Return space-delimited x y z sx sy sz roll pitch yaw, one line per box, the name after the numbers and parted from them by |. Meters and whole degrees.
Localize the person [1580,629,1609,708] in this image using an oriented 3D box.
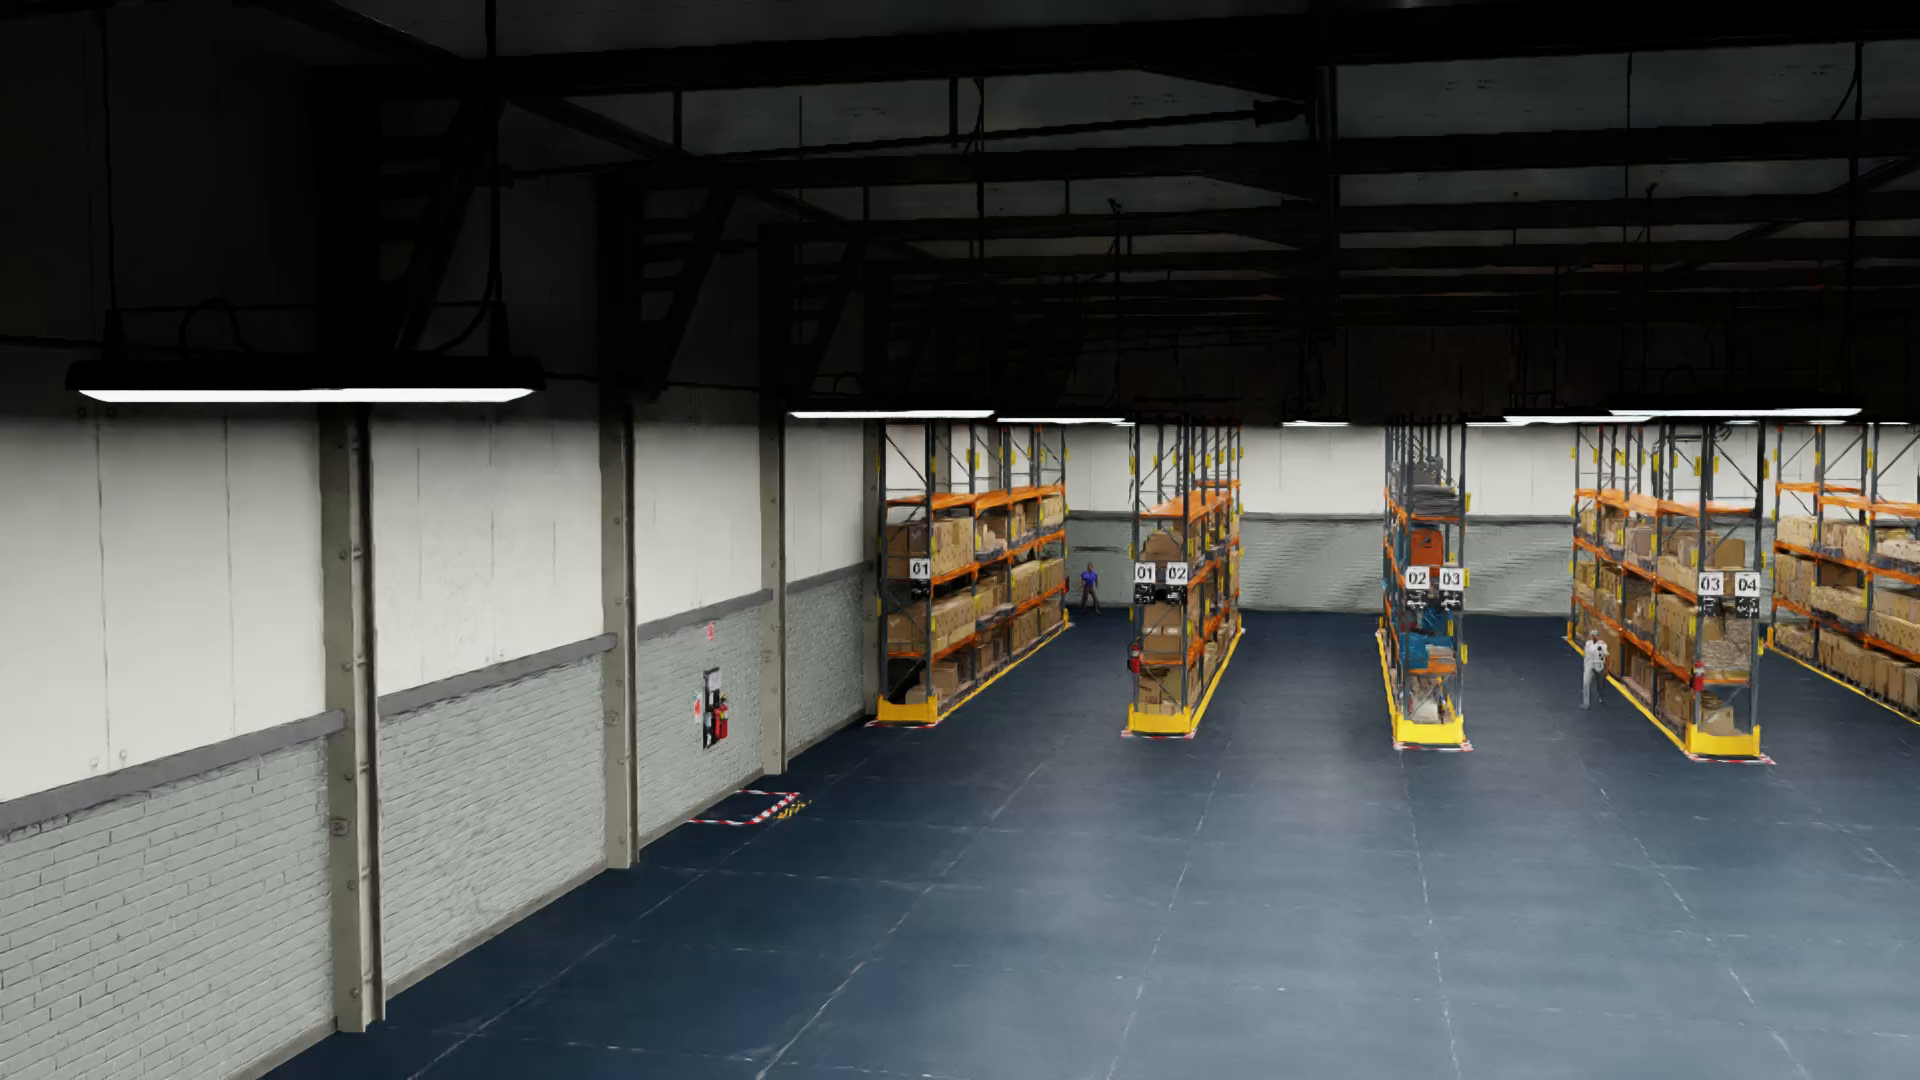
13.011 2.612 34.011 0.502 1.602 0.909 2 4 30 | person

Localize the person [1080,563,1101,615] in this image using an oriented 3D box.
3.979 1.490 50.832 0.621 1.574 0.828 0 4 -4 | person
